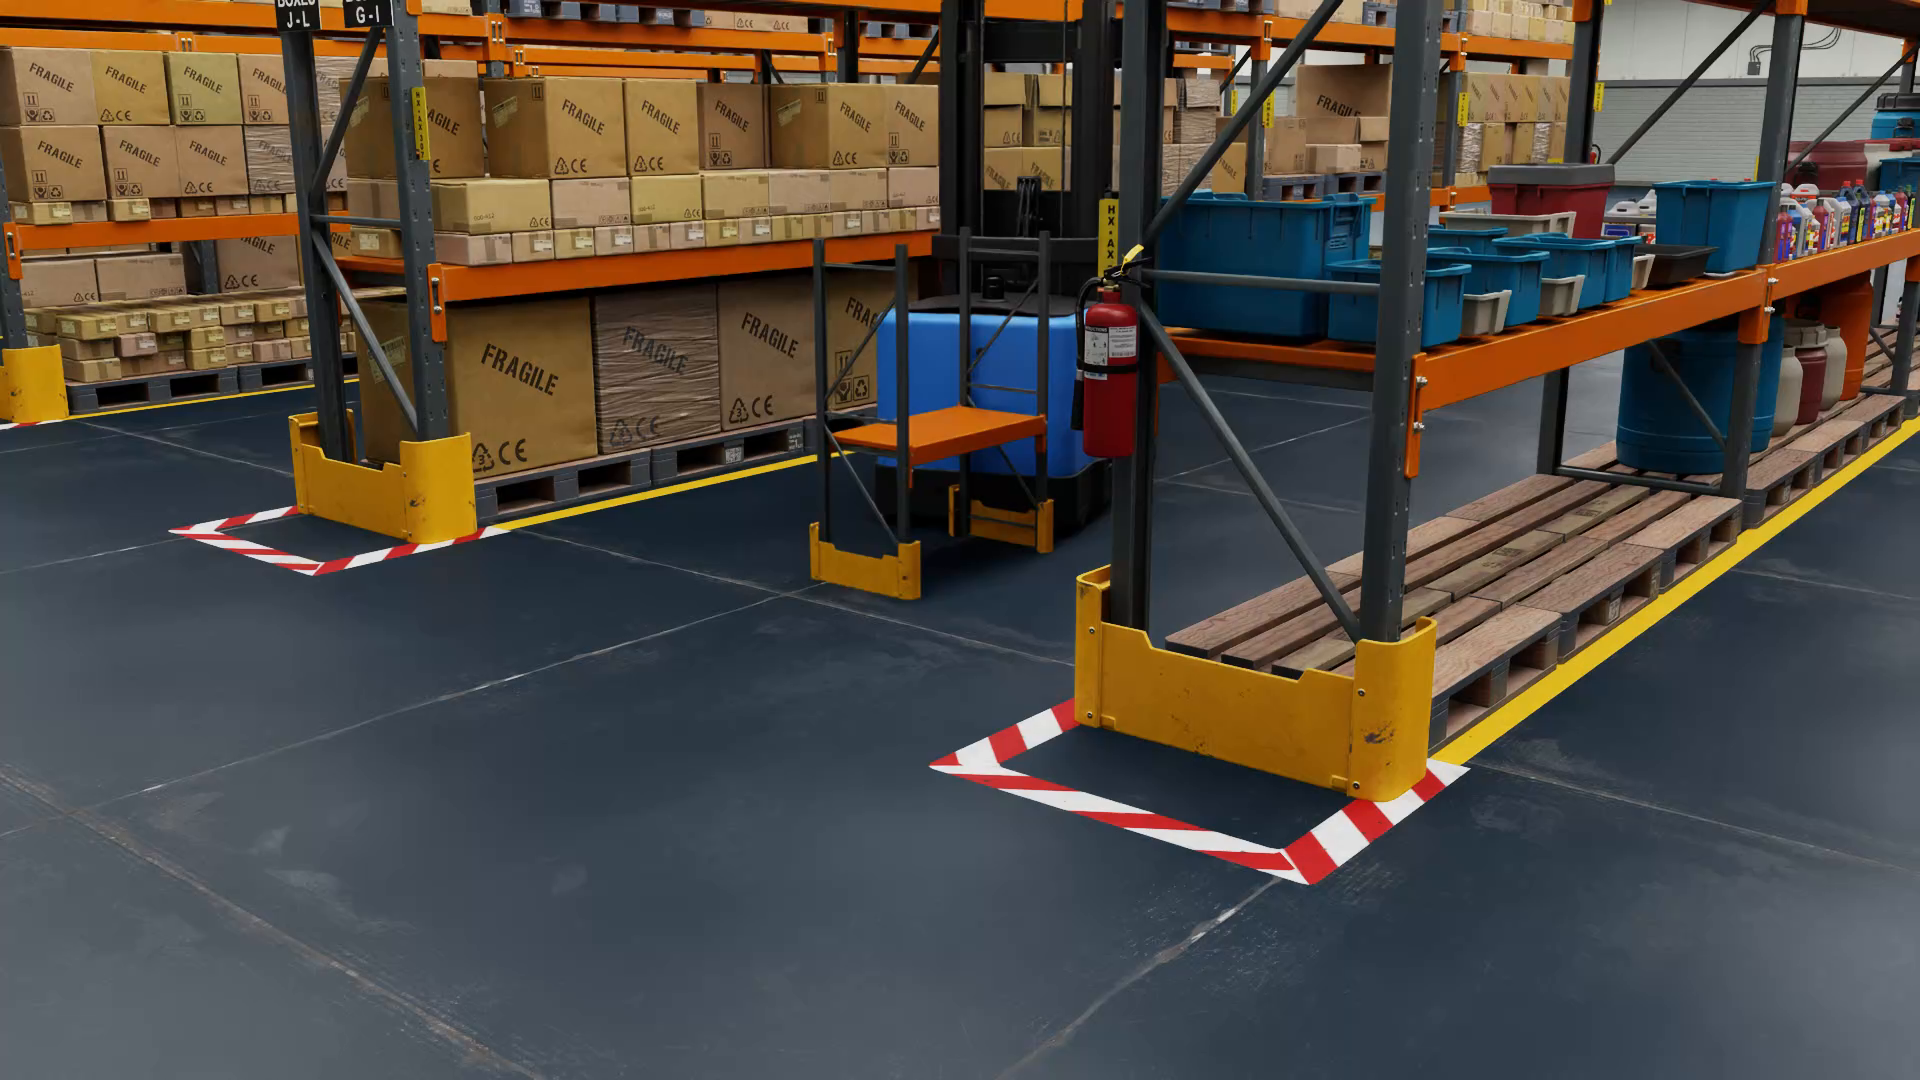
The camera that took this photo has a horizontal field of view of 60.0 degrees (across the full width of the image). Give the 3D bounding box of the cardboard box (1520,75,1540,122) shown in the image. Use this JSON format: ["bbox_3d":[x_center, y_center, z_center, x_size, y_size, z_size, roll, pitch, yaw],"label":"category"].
[{"bbox_3d":[6.036,-4.864,18.340,0.500,0.500,0.500,11,18,38],"label":"cardboard box"}]

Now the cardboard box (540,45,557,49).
[{"bbox_3d":[-5.109,-6.090,20.184,0.396,0.266,0.258,11,18,38],"label":"cardboard box"}]

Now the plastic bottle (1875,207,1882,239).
[{"bbox_3d":[5.440,-1.903,9.926,0.097,0.201,0.097,0,14,0],"label":"plastic bottle"}]

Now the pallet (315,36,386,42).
[{"bbox_3d":[-6.664,-5.635,18.502,1.003,0.211,1.213,12,19,40],"label":"pallet"}]

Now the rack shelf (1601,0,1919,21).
[{"bbox_3d":[4.704,-3.040,9.368,1.077,0.370,4.000,11,18,38],"label":"rack shelf"}]

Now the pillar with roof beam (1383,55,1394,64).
[{"bbox_3d":[16.630,-14.911,48.541,9.100,9.000,0.400,11,18,38],"label":"pillar with roof beam"}]

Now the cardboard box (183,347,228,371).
[{"bbox_3d":[-5.638,-1.356,12.304,0.380,0.149,0.250,12,18,38],"label":"cardboard box"}]

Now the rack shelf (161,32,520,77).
[{"bbox_3d":[-6.857,-5.341,18.422,1.077,0.370,4.000,11,18,38],"label":"rack shelf"}]

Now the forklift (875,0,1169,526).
[{"bbox_3d":[0.515,-1.806,9.278,1.130,2.935,3.031,5,15,18],"label":"forklift"}]

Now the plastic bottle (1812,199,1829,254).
[{"bbox_3d":[4.567,-1.670,8.842,0.061,0.283,0.133,11,18,38],"label":"plastic bottle"}]

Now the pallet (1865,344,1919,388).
[{"bbox_3d":[7.245,-1.342,12.976,1.003,0.211,1.213,11,18,38],"label":"pallet"}]

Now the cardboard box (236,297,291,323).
[{"bbox_3d":[-5.309,-1.753,12.659,0.380,0.149,0.250,12,18,38],"label":"cardboard box"}]

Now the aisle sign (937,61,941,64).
[{"bbox_3d":[-0.307,-7.377,25.792,0.394,0.787,0.004,11,18,38],"label":"aisle sign"}]

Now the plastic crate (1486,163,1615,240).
[{"bbox_3d":[2.691,-1.480,7.606,0.402,0.464,0.583,11,18,38],"label":"plastic crate"}]

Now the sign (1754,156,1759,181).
[{"bbox_3d":[5.529,-2.481,11.466,0.100,0.325,0.005,11,18,38],"label":"sign"}]

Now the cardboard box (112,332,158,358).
[{"bbox_3d":[-5.969,-1.410,11.914,0.380,0.149,0.250,11,18,37],"label":"cardboard box"}]

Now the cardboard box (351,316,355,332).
[{"bbox_3d":[-4.845,-1.770,13.330,0.380,0.149,0.250,12,18,39],"label":"cardboard box"}]

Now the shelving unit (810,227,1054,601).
[{"bbox_3d":[-0.113,-0.613,7.489,0.587,1.500,1.083,11,18,36],"label":"shelving unit"}]

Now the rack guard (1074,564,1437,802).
[{"bbox_3d":[0.928,0.432,5.408,1.175,0.500,0.348,11,18,38],"label":"rack guard"}]

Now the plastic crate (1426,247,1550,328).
[{"bbox_3d":[1.758,-0.857,5.621,0.416,0.233,0.300,11,18,38],"label":"plastic crate"}]

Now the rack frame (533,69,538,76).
[{"bbox_3d":[-6.949,-6.152,26.247,1.000,3.000,0.127,11,18,38],"label":"rack frame"}]

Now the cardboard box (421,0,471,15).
[{"bbox_3d":[-4.298,-4.351,13.371,0.500,0.250,0.500,12,18,39],"label":"cardboard box"}]

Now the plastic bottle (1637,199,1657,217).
[{"bbox_3d":[3.673,-1.688,8.926,0.152,0.276,0.135,11,18,38],"label":"plastic bottle"}]

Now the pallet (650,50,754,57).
[{"bbox_3d":[-3.556,-6.645,22.479,1.213,0.211,1.003,11,18,38],"label":"pallet"}]

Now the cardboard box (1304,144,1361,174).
[{"bbox_3d":[3.341,-3.501,15.264,0.500,0.250,0.500,11,18,36],"label":"cardboard box"}]

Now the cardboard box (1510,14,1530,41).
[{"bbox_3d":[5.754,-5.474,17.792,0.500,0.250,0.500,10,18,35],"label":"cardboard box"}]

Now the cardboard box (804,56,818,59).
[{"bbox_3d":[-2.233,-6.886,23.555,0.380,0.149,0.250,12,19,39],"label":"cardboard box"}]

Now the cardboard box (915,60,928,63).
[{"bbox_3d":[-0.709,-7.318,25.256,0.380,0.149,0.250,11,18,38],"label":"cardboard box"}]

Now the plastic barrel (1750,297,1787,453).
[{"bbox_3d":[4.247,-0.976,9.282,0.600,0.901,0.708,11,18,38],"label":"plastic barrel"}]

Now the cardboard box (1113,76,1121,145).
[{"bbox_3d":[0.808,-3.228,12.498,0.797,0.503,0.637,12,19,39],"label":"cardboard box"}]

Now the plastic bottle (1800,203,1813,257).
[{"bbox_3d":[4.358,-1.608,8.621,0.097,0.271,0.097,0,14,0],"label":"plastic bottle"}]

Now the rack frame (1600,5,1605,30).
[{"bbox_3d":[7.137,-7.525,19.466,1.000,3.000,0.127,11,18,38],"label":"rack frame"}]

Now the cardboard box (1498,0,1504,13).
[{"bbox_3d":[5.489,-5.604,17.492,0.380,0.149,0.250,12,19,39],"label":"cardboard box"}]

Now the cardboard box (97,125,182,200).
[{"bbox_3d":[-5.900,-2.682,11.781,0.500,0.500,0.500,11,18,38],"label":"cardboard box"}]

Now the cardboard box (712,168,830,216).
[{"bbox_3d":[-1.123,-2.068,9.871,0.500,0.250,0.500,12,18,39],"label":"cardboard box"}]

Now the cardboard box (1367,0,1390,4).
[{"bbox_3d":[3.659,-5.303,15.751,0.797,0.503,0.637,12,19,40],"label":"cardboard box"}]

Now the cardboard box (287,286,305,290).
[{"bbox_3d":[-5.287,-1.993,13.604,0.380,0.149,0.250,12,18,39],"label":"cardboard box"}]

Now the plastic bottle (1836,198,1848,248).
[{"bbox_3d":[4.856,-1.759,9.218,0.097,0.271,0.097,0,14,0],"label":"plastic bottle"}]

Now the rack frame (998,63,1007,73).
[{"bbox_3d":[0.828,-4.638,20.287,1.000,3.000,0.127,11,18,38],"label":"rack frame"}]

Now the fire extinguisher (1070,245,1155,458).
[{"bbox_3d":[0.485,-0.610,5.344,0.296,0.674,0.183,11,18,38],"label":"fire extinguisher"}]

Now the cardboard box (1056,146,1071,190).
[{"bbox_3d":[0.708,-2.609,12.097,0.500,0.500,0.500,11,18,36],"label":"cardboard box"}]

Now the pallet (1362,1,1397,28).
[{"bbox_3d":[3.502,-4.913,15.659,1.213,0.211,1.003,11,18,38],"label":"pallet"}]

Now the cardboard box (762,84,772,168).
[{"bbox_3d":[-1.221,-2.608,10.476,0.500,0.500,0.500,11,18,38],"label":"cardboard box"}]

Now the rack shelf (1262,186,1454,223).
[{"bbox_3d":[3.365,-3.119,15.770,1.077,0.370,4.000,11,18,38],"label":"rack shelf"}]

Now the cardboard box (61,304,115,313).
[{"bbox_3d":[-6.376,-1.630,12.175,0.380,0.149,0.250,12,18,39],"label":"cardboard box"}]

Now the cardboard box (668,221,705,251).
[{"bbox_3d":[-1.634,-1.695,9.211,0.380,0.149,0.250,11,18,37],"label":"cardboard box"}]

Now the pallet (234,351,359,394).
[{"bbox_3d":[-5.361,-1.385,13.148,1.003,0.211,1.213,11,18,38],"label":"pallet"}]

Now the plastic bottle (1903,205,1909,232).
[{"bbox_3d":[5.952,-2.059,10.541,0.097,0.201,0.097,0,14,0],"label":"plastic bottle"}]

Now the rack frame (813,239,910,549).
[{"bbox_3d":[-0.419,-0.516,7.107,0.500,1.500,0.032,11,18,36],"label":"rack frame"}]

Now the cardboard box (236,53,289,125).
[{"bbox_3d":[-5.251,-3.354,12.394,0.500,0.500,0.500,11,18,36],"label":"cardboard box"}]

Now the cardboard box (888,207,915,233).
[{"bbox_3d":[-0.504,-2.038,10.565,0.380,0.149,0.250,12,18,39],"label":"cardboard box"}]

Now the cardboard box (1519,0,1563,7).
[{"bbox_3d":[6.359,-6.170,18.402,0.500,0.500,0.500,11,18,38],"label":"cardboard box"}]

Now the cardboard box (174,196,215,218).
[{"bbox_3d":[-5.671,-2.447,12.172,0.380,0.149,0.250,11,18,37],"label":"cardboard box"}]

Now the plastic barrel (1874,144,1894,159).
[{"bbox_3d":[6.706,-2.683,12.366,0.421,0.512,0.421,0,14,0],"label":"plastic barrel"}]

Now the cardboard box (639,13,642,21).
[{"bbox_3d":[-2.871,-5.112,15.860,0.500,0.500,0.500,11,18,38],"label":"cardboard box"}]

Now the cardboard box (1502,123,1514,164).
[{"bbox_3d":[5.531,-4.322,18.236,0.875,0.500,0.500,11,18,38],"label":"cardboard box"}]
